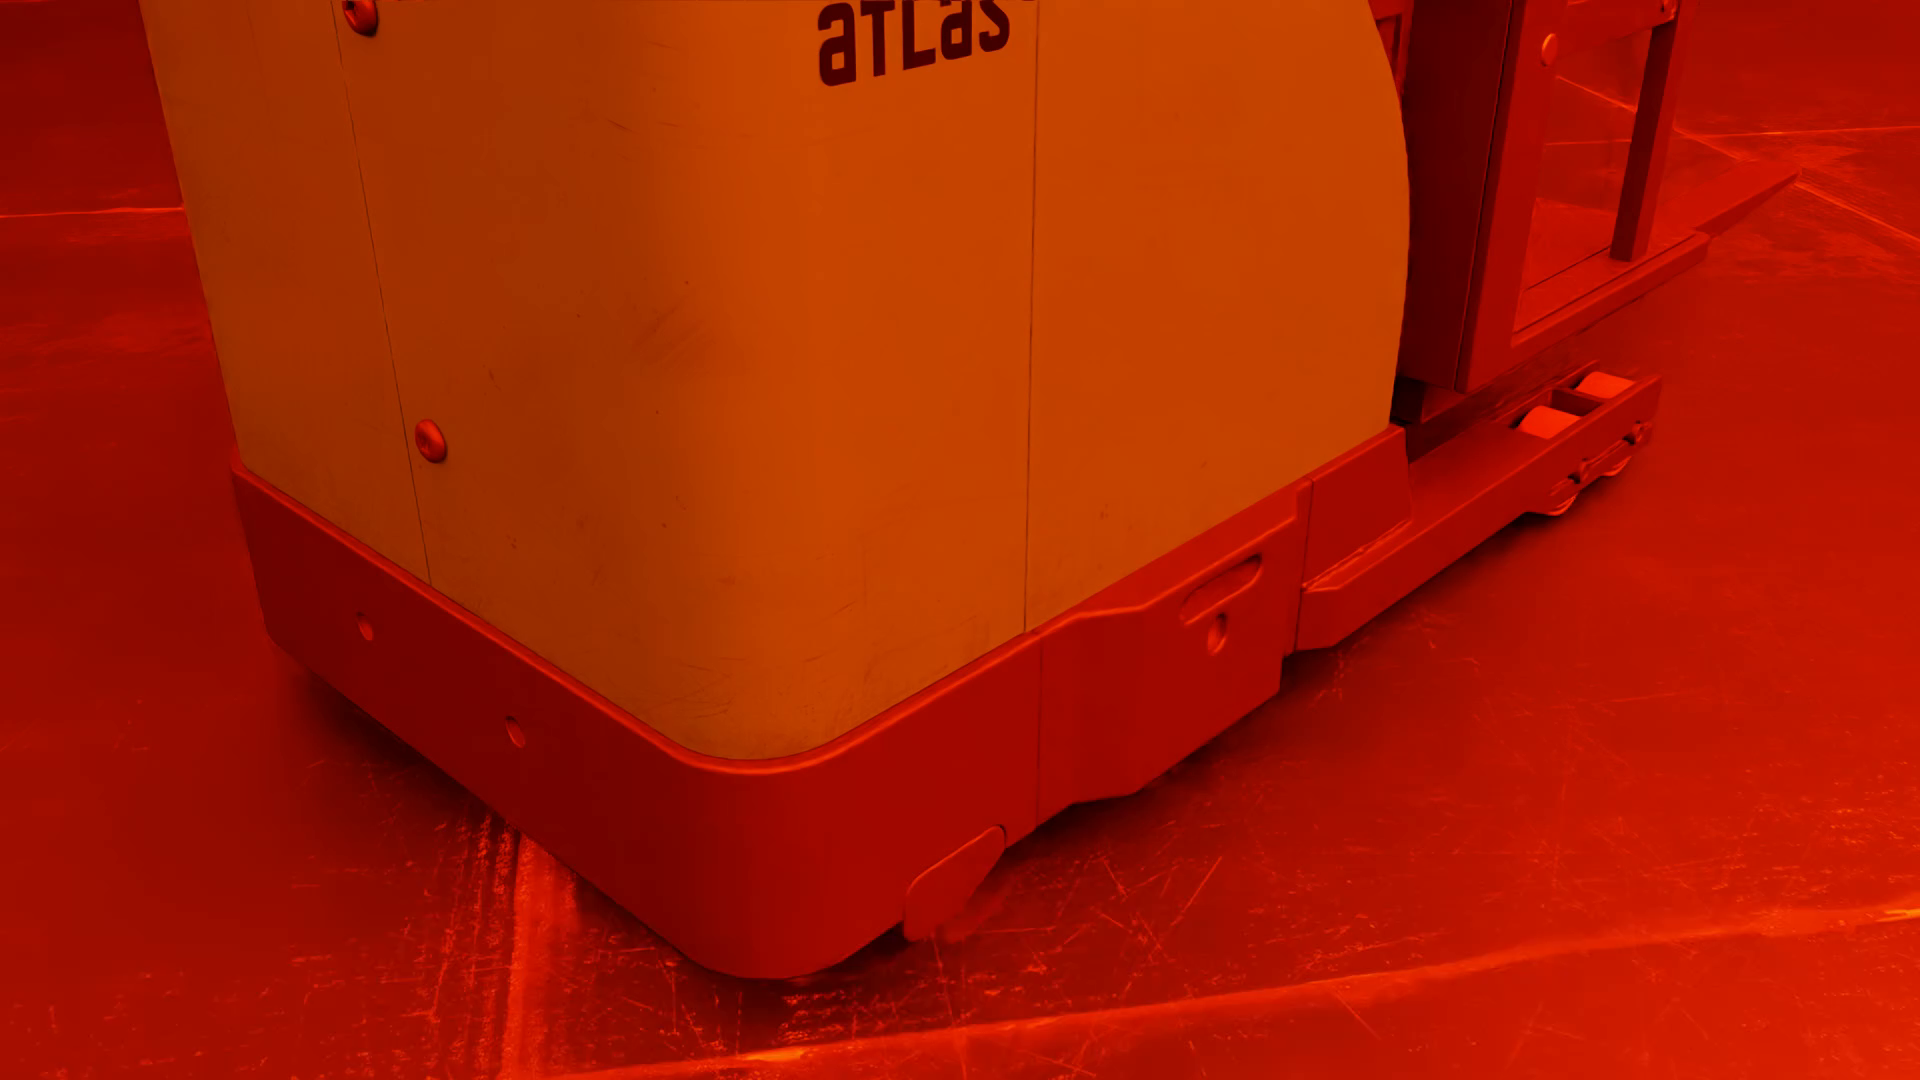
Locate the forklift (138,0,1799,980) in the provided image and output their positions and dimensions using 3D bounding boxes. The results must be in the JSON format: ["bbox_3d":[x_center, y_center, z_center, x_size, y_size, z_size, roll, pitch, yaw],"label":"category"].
[{"bbox_3d":[0.483,-1.479,2.161,1.130,2.935,3.031,24,36,37],"label":"forklift"}]
